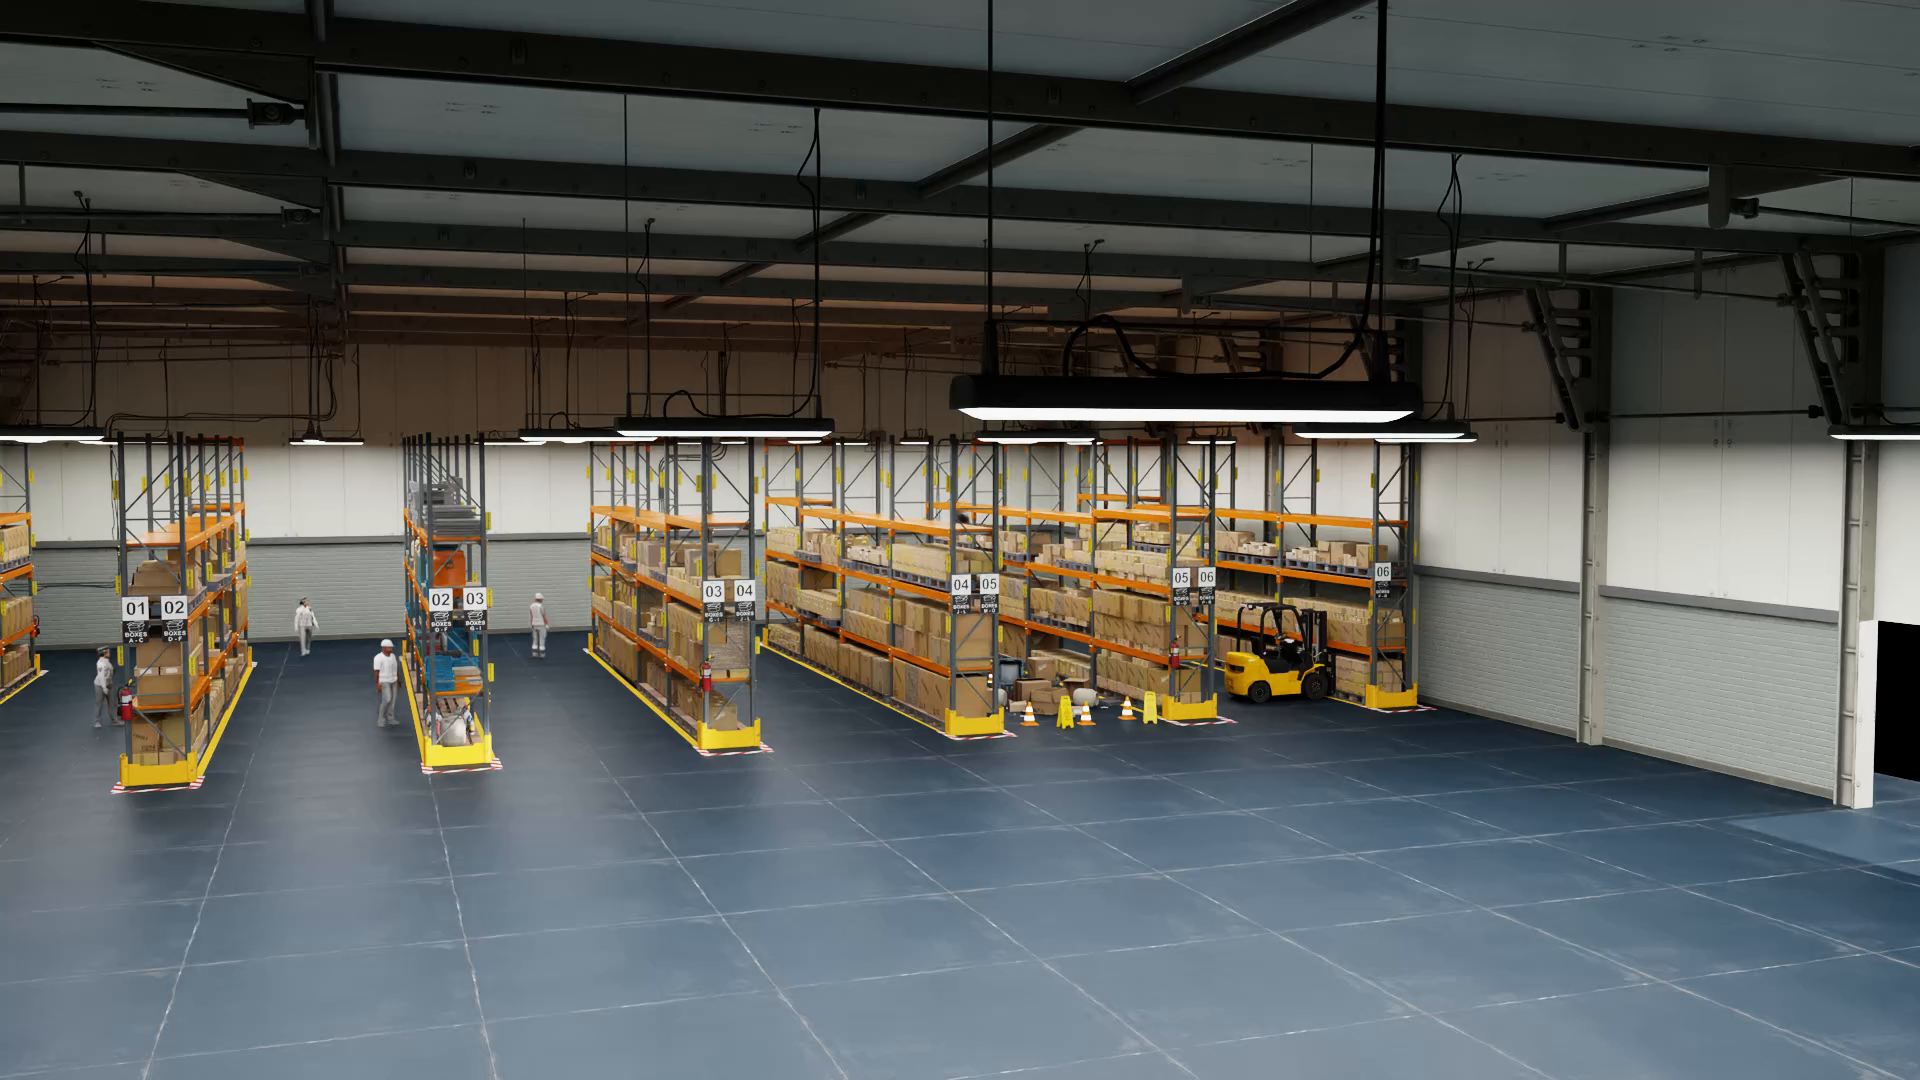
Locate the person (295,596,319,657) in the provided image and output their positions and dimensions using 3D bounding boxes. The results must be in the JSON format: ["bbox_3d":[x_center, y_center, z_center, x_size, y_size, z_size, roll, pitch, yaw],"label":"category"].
[{"bbox_3d":[-17.913,2.355,45.581,0.601,1.619,1.029,-2,4,-28],"label":"person"}]

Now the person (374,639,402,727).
[{"bbox_3d":[-11.826,2.968,34.412,0.403,1.828,0.585,1,3,21],"label":"person"}]

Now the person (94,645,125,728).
[{"bbox_3d":[-17.509,3.000,34.116,0.564,1.678,0.500,0,3,6],"label":"person"}]

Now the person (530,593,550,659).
[{"bbox_3d":[-11.385,2.332,45.129,0.575,1.793,0.430,2,4,34],"label":"person"}]
